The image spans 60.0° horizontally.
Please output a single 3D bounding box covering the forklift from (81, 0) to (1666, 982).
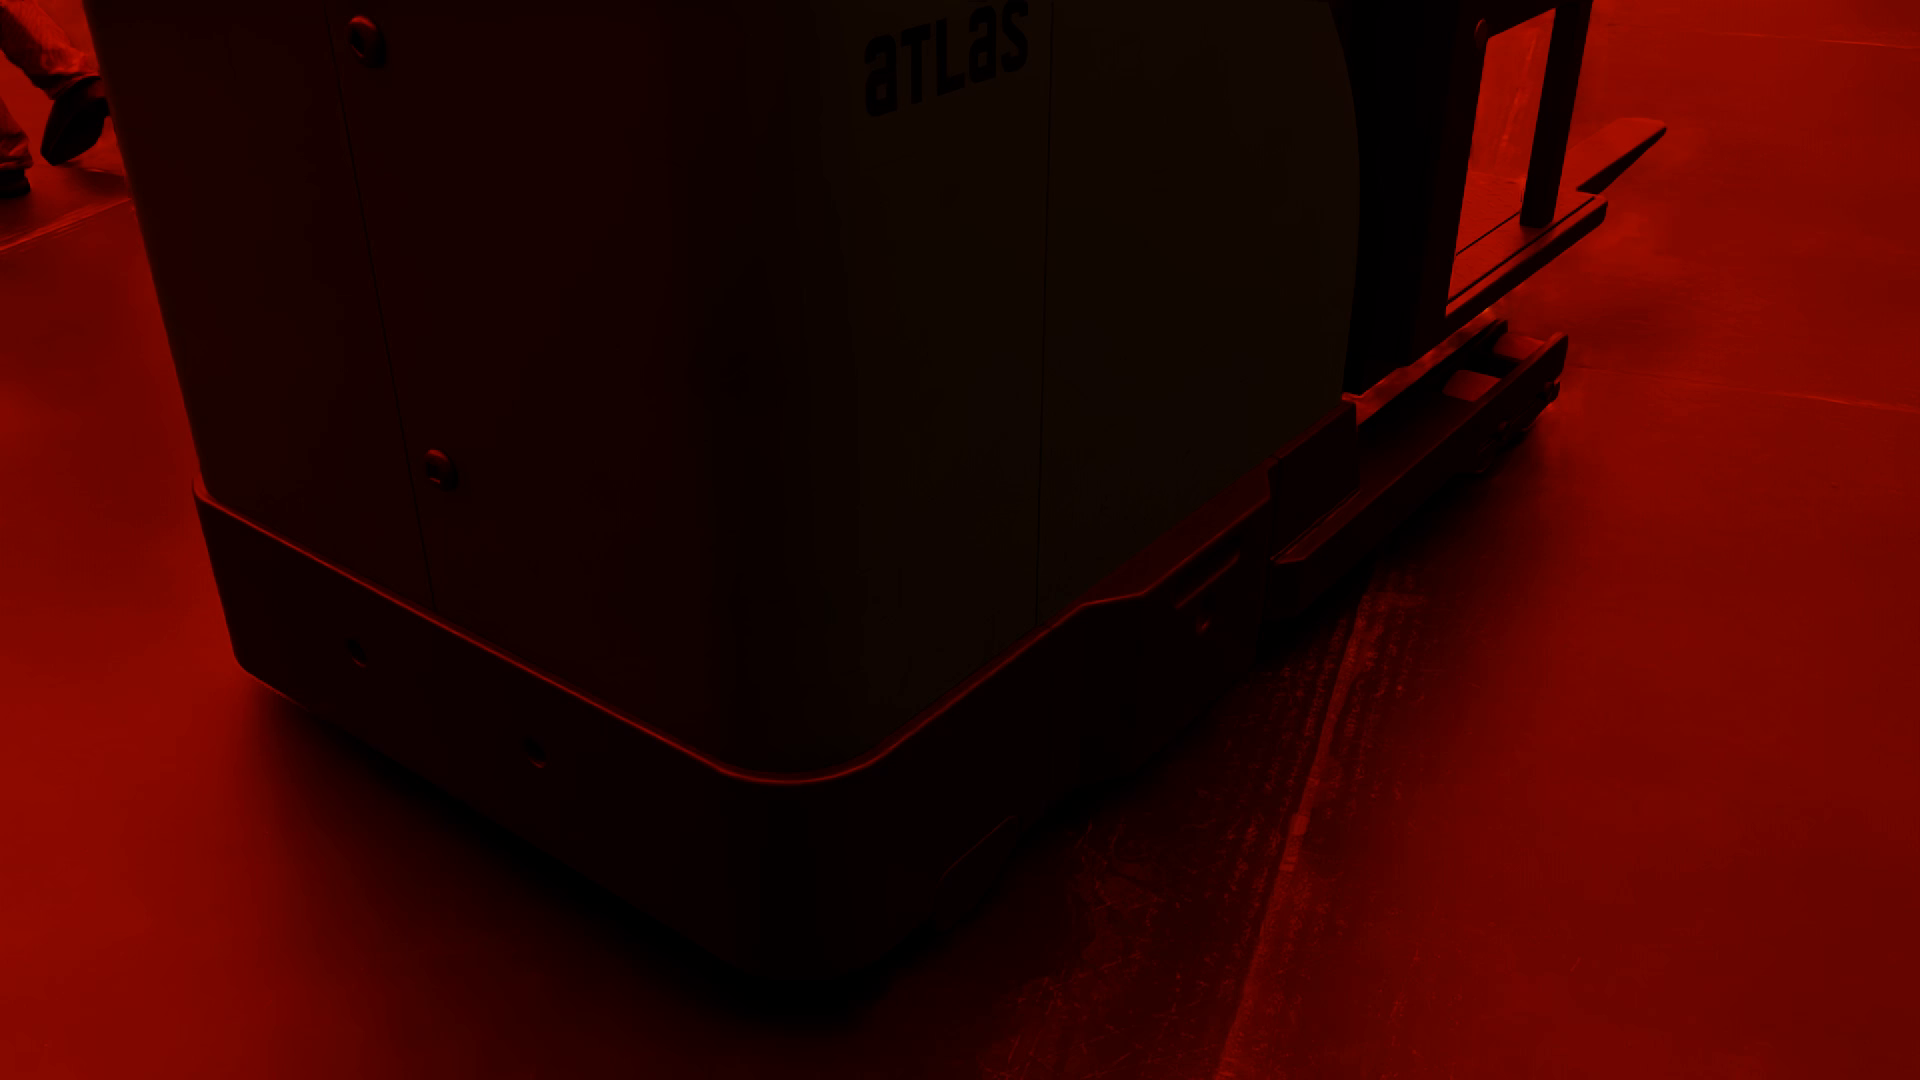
[{"bbox_3d":[0.371,-1.514,2.199,1.130,2.935,3.031,21,36,32],"label":"forklift"}]

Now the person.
[{"bbox_3d":[-2.291,-1.564,3.557,0.481,1.688,0.760,7,30,12],"label":"person"}]
